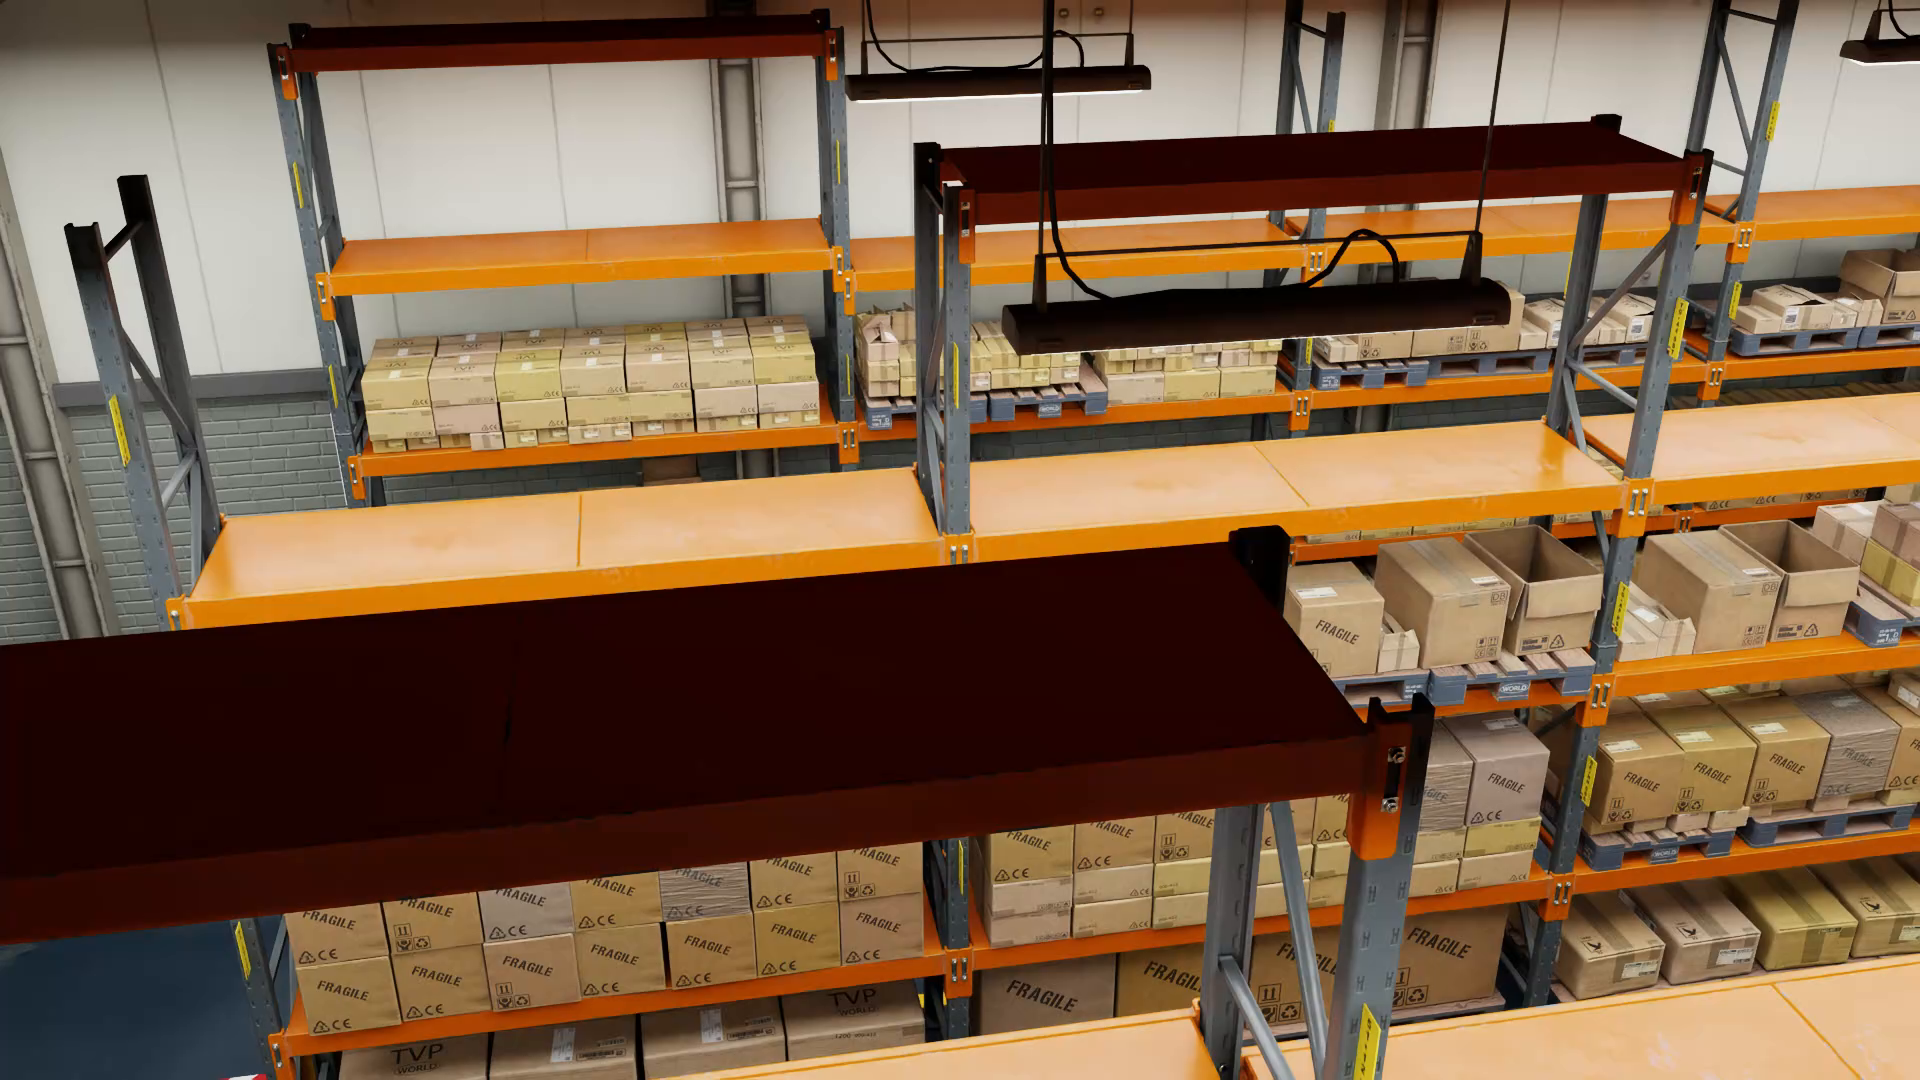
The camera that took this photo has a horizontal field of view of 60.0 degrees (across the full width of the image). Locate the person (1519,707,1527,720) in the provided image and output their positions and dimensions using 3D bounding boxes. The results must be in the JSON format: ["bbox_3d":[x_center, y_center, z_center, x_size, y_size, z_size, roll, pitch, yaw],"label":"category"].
[{"bbox_3d":[5.161,0.919,14.462,0.656,1.708,0.474,-10,27,-19],"label":"person"}]
